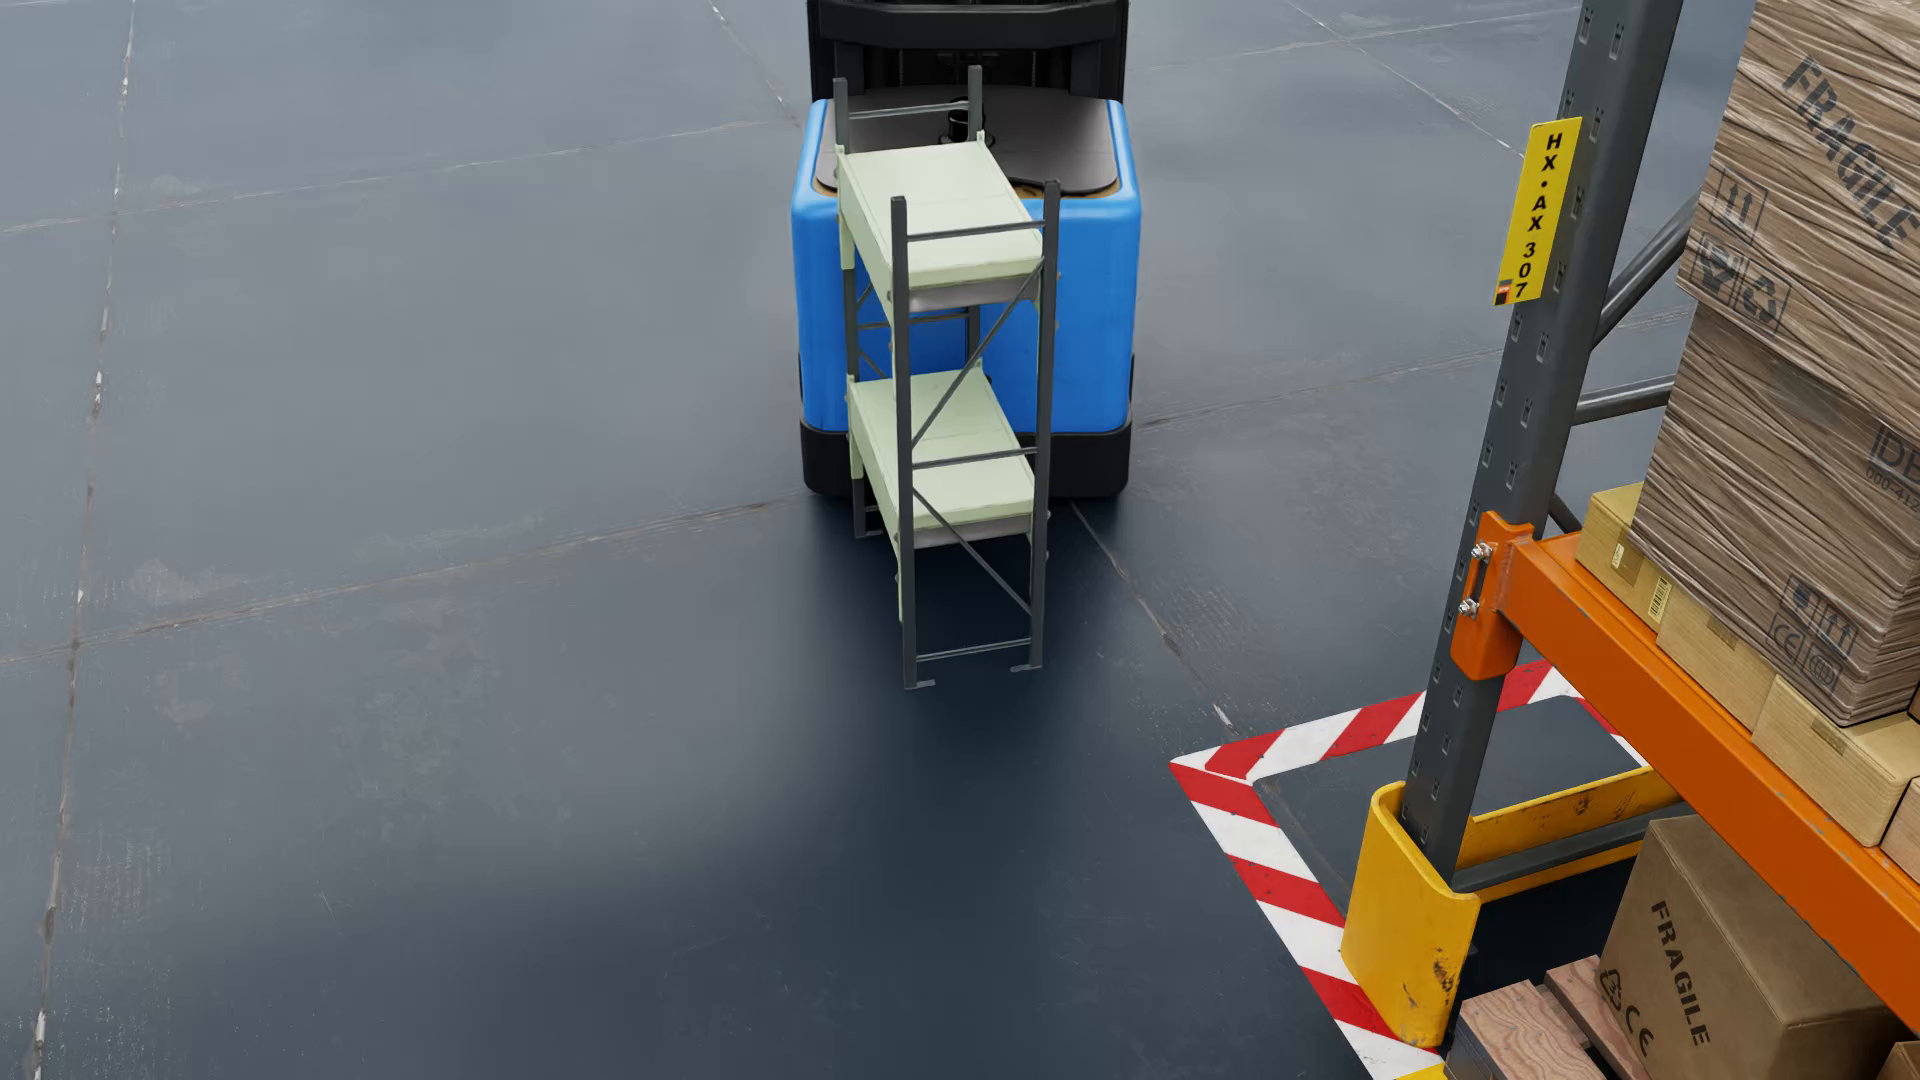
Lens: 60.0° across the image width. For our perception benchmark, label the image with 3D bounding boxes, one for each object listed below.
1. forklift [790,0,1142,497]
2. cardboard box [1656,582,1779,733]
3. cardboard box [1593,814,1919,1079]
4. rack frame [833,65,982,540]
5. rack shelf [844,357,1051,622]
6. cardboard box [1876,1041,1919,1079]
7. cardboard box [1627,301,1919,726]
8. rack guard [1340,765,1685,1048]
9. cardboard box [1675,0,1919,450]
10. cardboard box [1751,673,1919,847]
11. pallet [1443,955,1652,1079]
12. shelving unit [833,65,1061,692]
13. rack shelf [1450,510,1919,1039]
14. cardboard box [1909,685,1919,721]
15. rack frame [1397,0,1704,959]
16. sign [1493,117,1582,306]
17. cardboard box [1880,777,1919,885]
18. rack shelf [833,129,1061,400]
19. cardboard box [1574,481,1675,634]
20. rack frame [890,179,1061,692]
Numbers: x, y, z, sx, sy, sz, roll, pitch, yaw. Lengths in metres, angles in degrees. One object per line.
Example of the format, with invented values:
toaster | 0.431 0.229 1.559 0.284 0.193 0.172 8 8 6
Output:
forklift | 0.028 -2.162 5.684 1.130 2.935 3.031 0 37 0
cardboard box | 1.409 0.150 2.767 0.380 0.149 0.250 -12 39 -16
cardboard box | 1.665 0.881 3.316 0.500 0.500 0.500 -6 37 -7
rack frame | -0.137 -0.635 4.846 0.400 1.500 0.023 -8 38 -11
rack shelf | -0.050 -0.161 4.759 0.431 0.370 0.720 -8 38 -11
cardboard box | 1.903 1.211 2.877 0.500 0.500 0.500 -3 37 -4
cardboard box | 1.630 -0.148 2.624 0.875 0.500 0.500 -12 39 -16
rack guard | 1.492 0.735 3.858 1.175 0.500 0.348 -12 39 -16
cardboard box | 1.400 -0.497 2.255 0.500 0.500 0.500 -12 39 -16
cardboard box | 1.481 0.294 2.575 0.380 0.149 0.250 -12 39 -16
pallet | 1.739 1.317 3.326 1.003 0.211 1.213 -12 39 -16
shelving unit | -0.050 -0.421 4.563 0.431 1.500 0.755 -8 38 -11
rack shelf | 2.155 1.111 1.880 1.077 0.370 4.000 -12 39 -16
cardboard box | 1.914 0.109 2.282 0.875 0.500 0.500 -12 39 -16
rack frame | 1.466 -0.306 3.163 1.000 3.000 0.127 -12 39 -16
sign | 0.957 -0.539 2.754 0.100 0.325 0.005 -12 39 -16
cardboard box | 1.586 0.431 2.393 0.380 0.149 0.250 -12 39 -16
rack shelf | -0.050 -0.733 4.328 0.431 0.370 0.720 -8 38 -11
cardboard box | 1.341 0.005 2.960 0.380 0.149 0.250 -12 39 -16
rack frame | 0.037 -0.207 4.279 0.400 1.500 0.023 -8 38 -11
